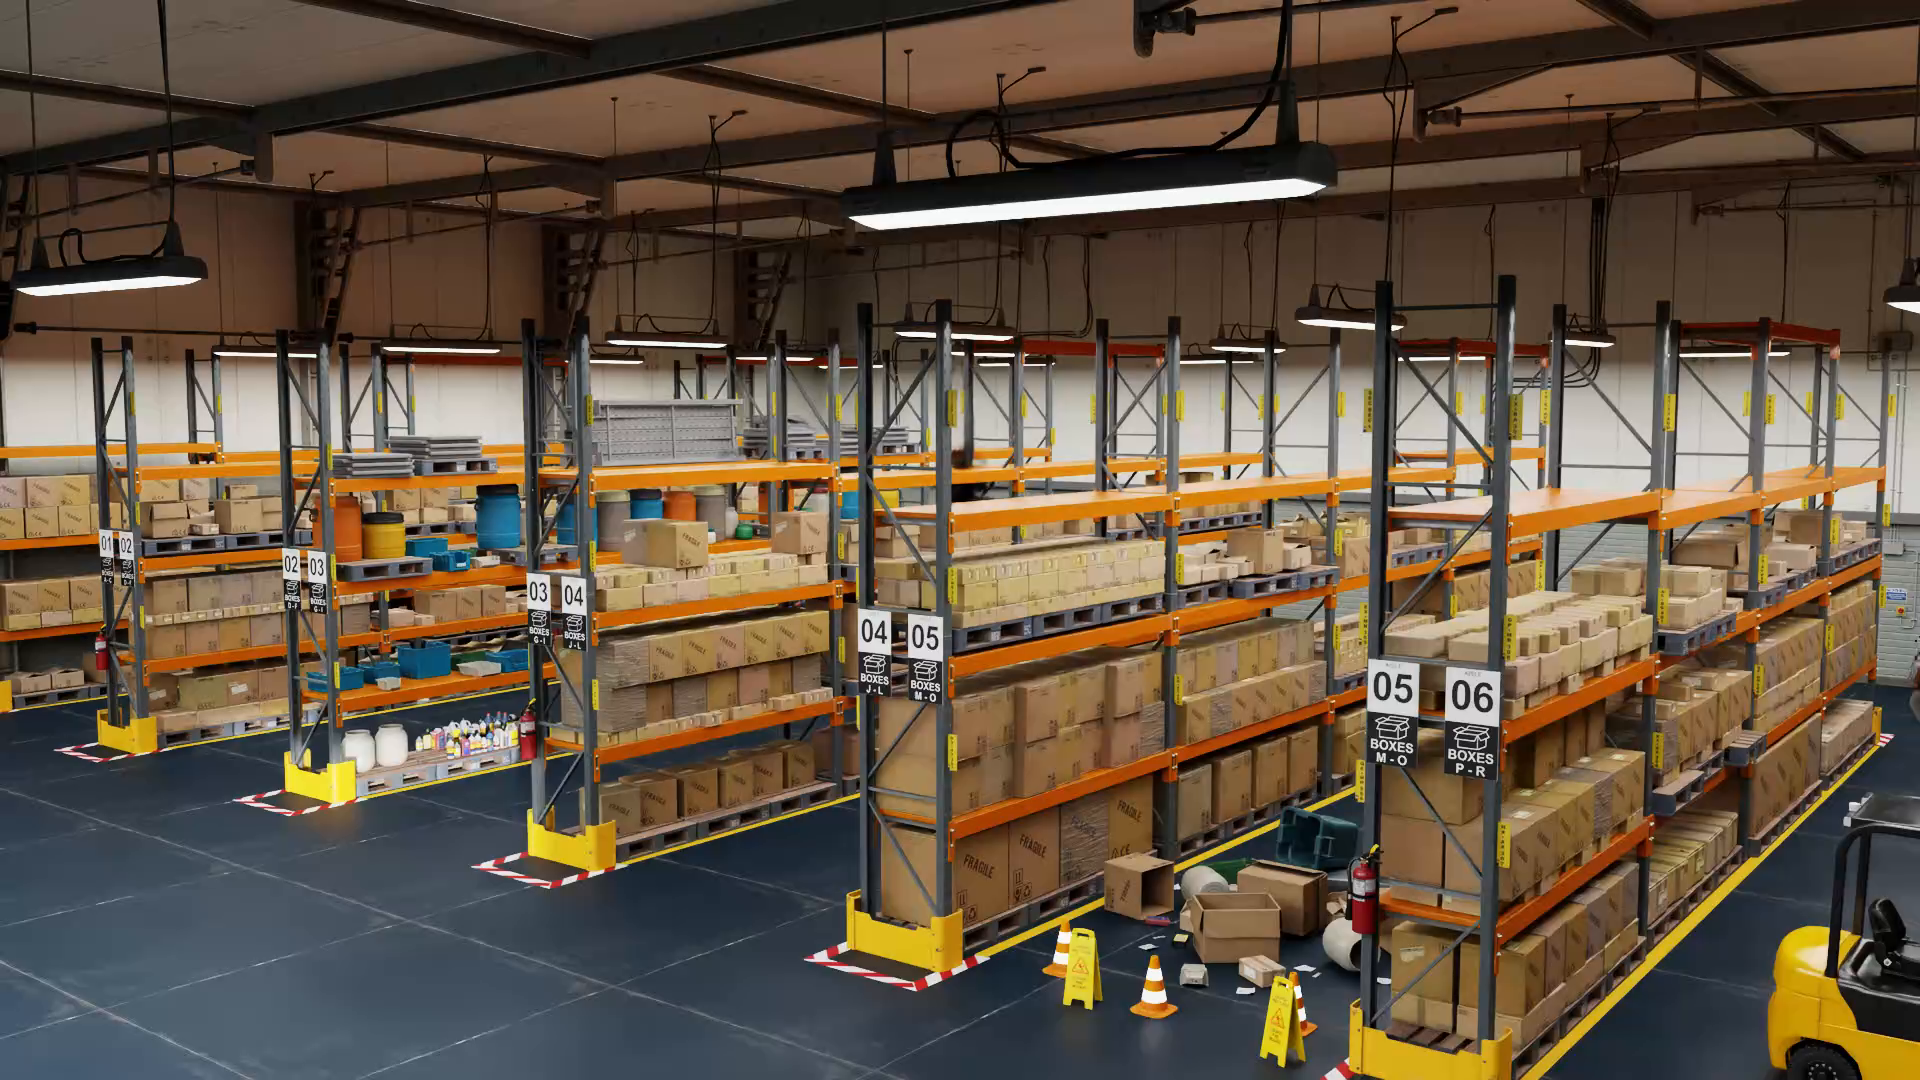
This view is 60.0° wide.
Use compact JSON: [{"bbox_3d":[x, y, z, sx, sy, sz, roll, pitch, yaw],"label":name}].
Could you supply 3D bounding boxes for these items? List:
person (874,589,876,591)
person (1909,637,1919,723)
[{"bbox_3d":[-1.668,1.300,35.014,0.575,1.676,0.925,3,6,29],"label":"person"},{"bbox_3d":[14.421,2.218,24.739,0.676,1.648,0.644,0,5,-5],"label":"person"}]
